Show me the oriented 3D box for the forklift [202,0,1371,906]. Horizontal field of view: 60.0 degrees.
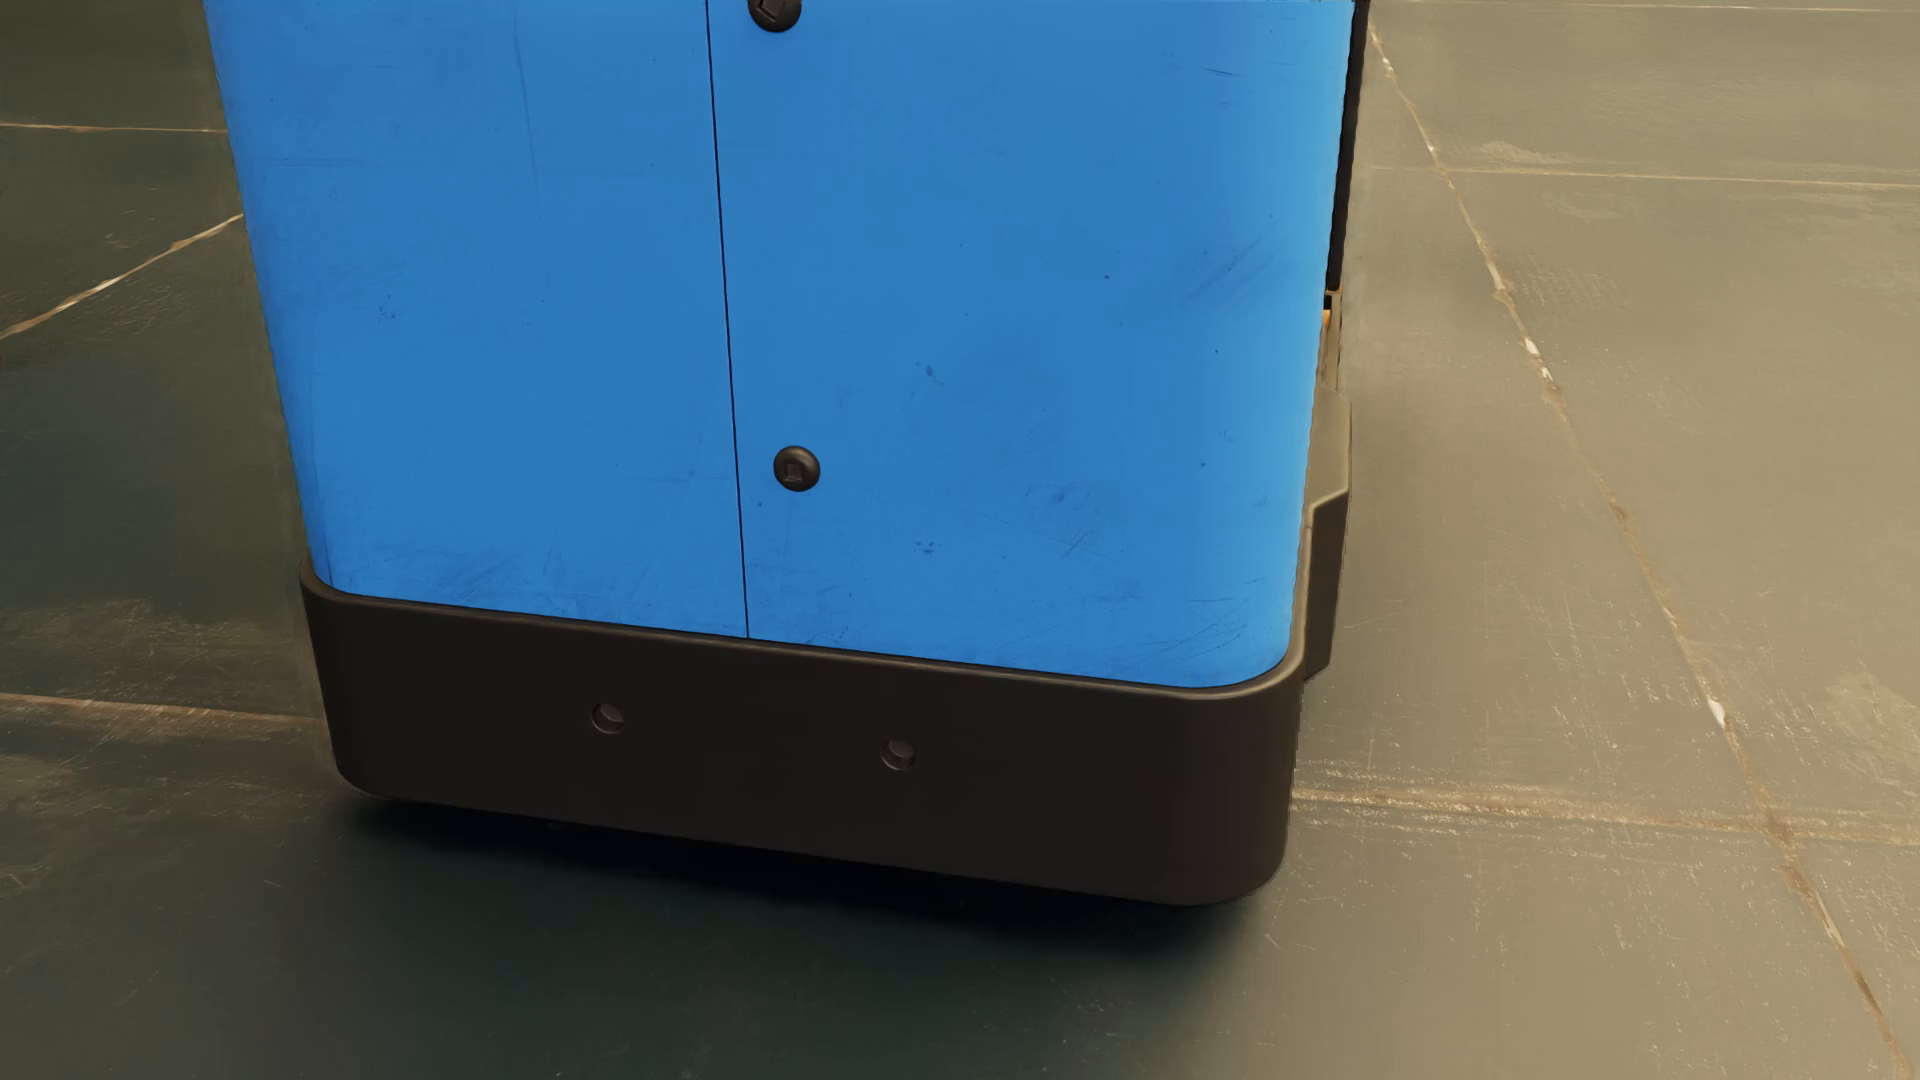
[{"bbox_3d":[0.118,-1.591,2.406,1.130,2.935,3.031,6,27,11],"label":"forklift"}]
